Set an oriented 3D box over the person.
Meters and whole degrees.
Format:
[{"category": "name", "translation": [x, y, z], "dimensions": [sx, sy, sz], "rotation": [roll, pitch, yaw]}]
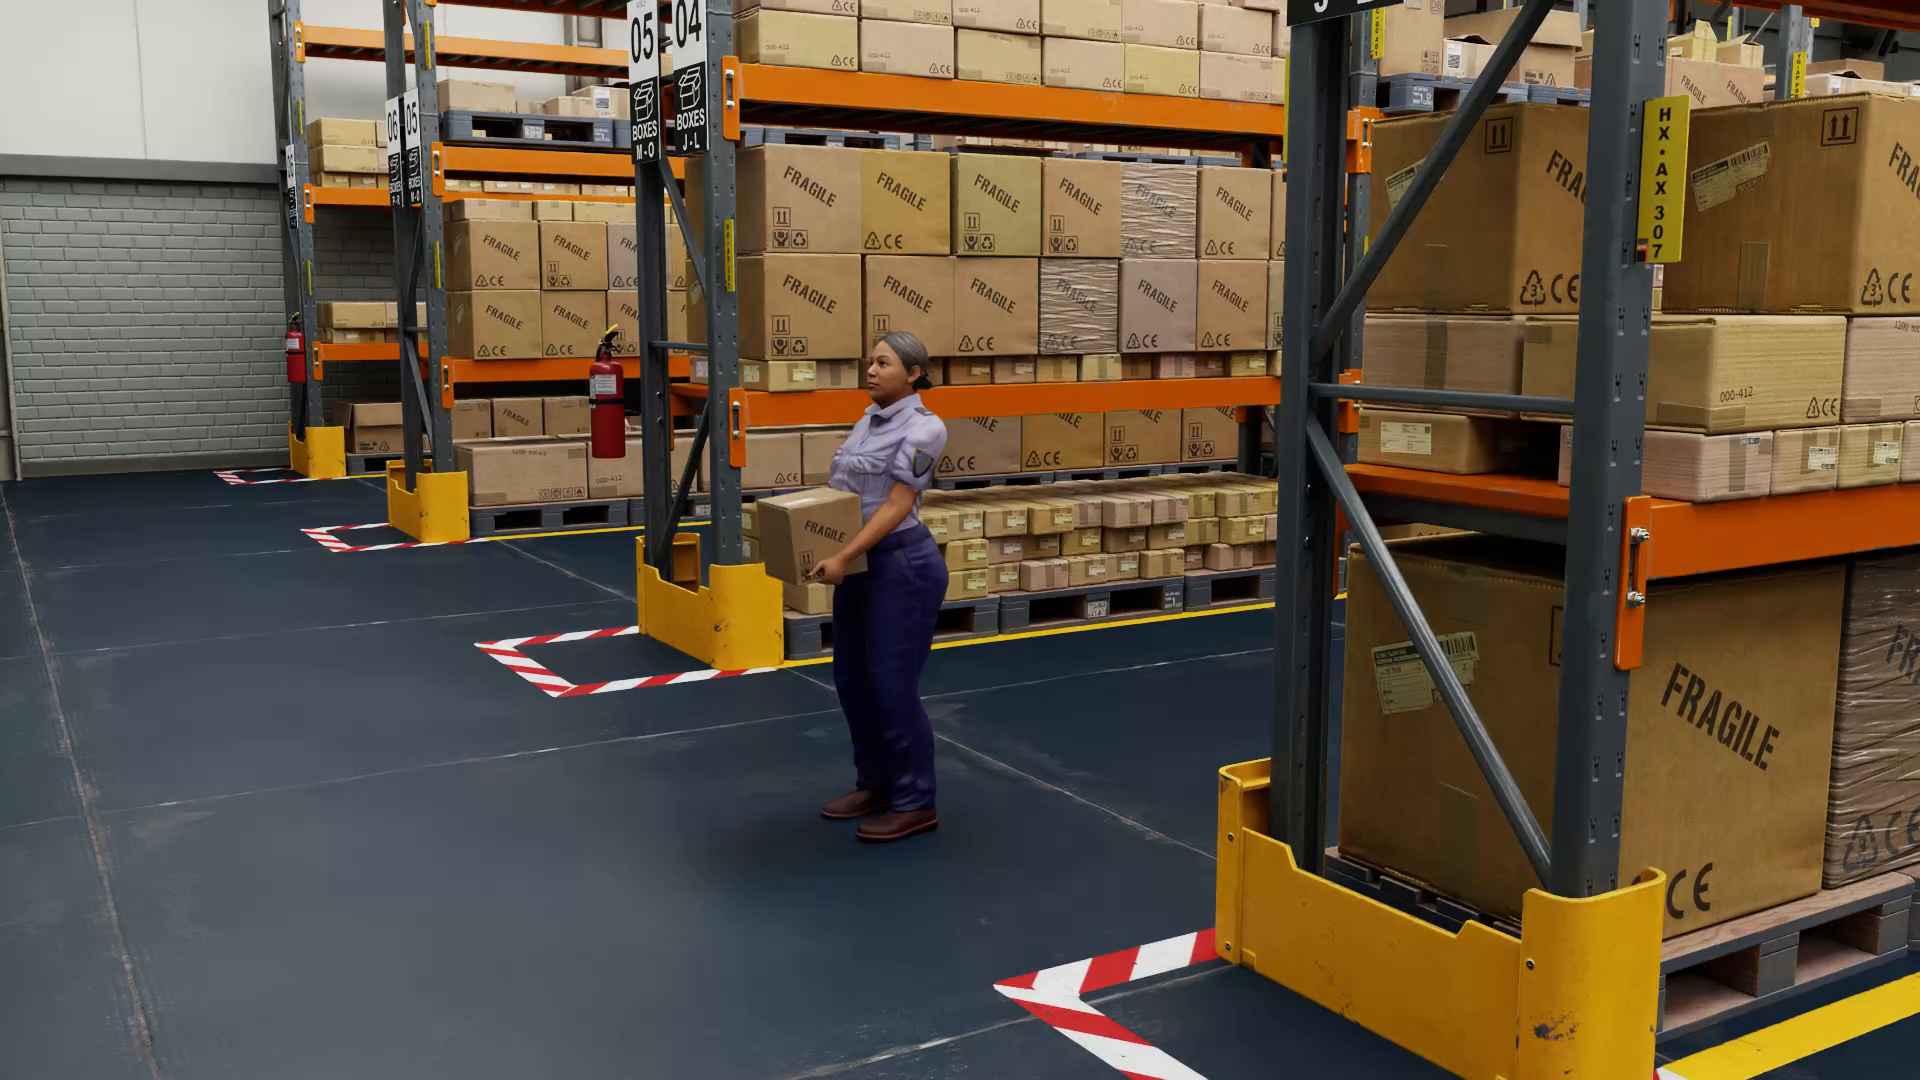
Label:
[{"category": "person", "translation": [-0.313, 0.143, 5.434], "dimensions": [0.514, 1.640, 0.453], "rotation": [-5, 10, -30]}]
